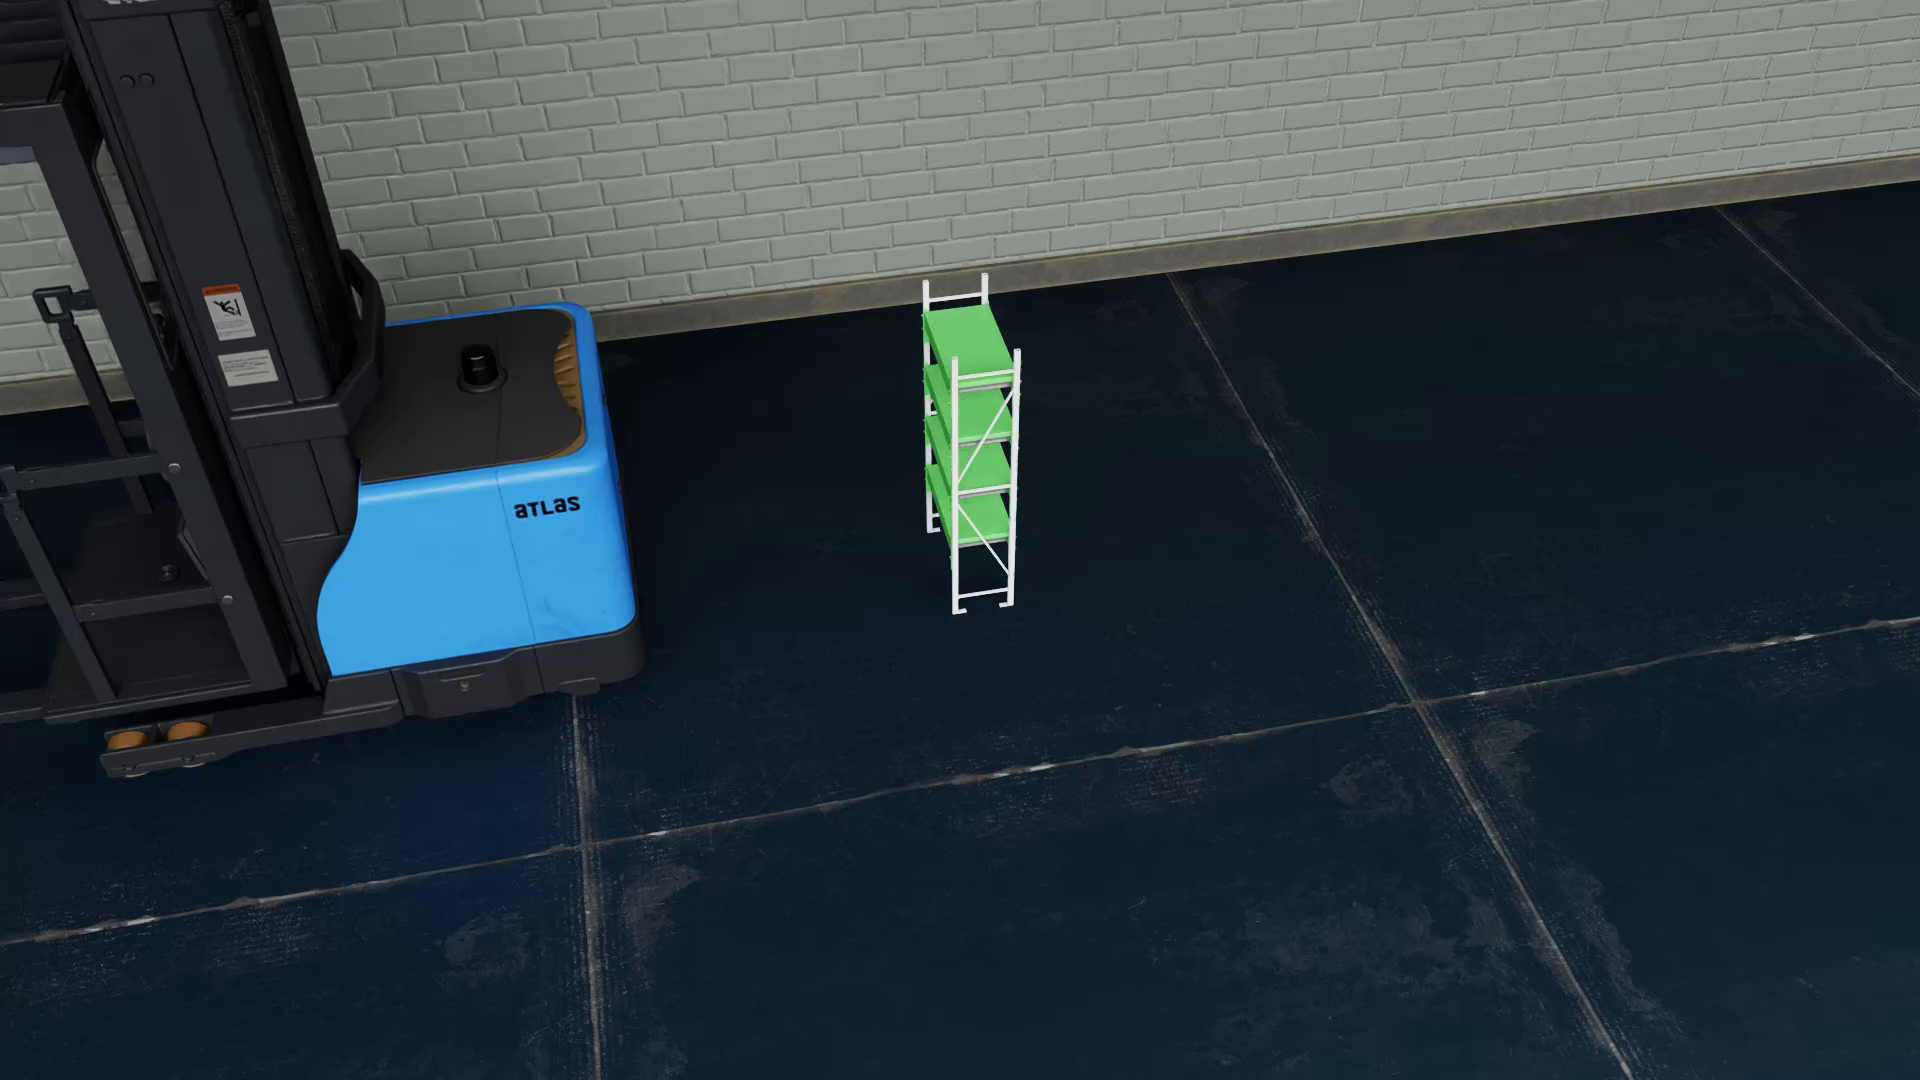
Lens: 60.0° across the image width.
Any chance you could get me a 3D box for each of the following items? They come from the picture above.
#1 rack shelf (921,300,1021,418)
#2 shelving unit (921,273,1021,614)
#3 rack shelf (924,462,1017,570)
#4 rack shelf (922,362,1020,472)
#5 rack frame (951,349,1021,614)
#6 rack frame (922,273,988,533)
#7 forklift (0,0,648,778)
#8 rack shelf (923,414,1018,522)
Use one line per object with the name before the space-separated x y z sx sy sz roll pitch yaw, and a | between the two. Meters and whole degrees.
rack shelf | 0.036 -0.653 5.955 0.258 0.148 0.480 -8 42 -9
shelving unit | 0.036 -0.341 6.231 0.258 1.200 0.503 -8 42 -9
rack shelf | 0.036 -0.114 6.433 0.258 0.148 0.480 -8 42 -9
rack shelf | 0.036 -0.473 6.114 0.258 0.148 0.480 -8 42 -9
rack frame | 0.088 -0.183 6.053 0.240 1.200 0.015 -8 42 -9
rack frame | -0.017 -0.500 6.409 0.240 1.200 0.015 -8 42 -9
forklift | -2.727 -0.655 5.280 3.031 2.935 1.130 -9 42 -10
rack shelf | 0.036 -0.294 6.273 0.258 0.148 0.480 -8 42 -9
